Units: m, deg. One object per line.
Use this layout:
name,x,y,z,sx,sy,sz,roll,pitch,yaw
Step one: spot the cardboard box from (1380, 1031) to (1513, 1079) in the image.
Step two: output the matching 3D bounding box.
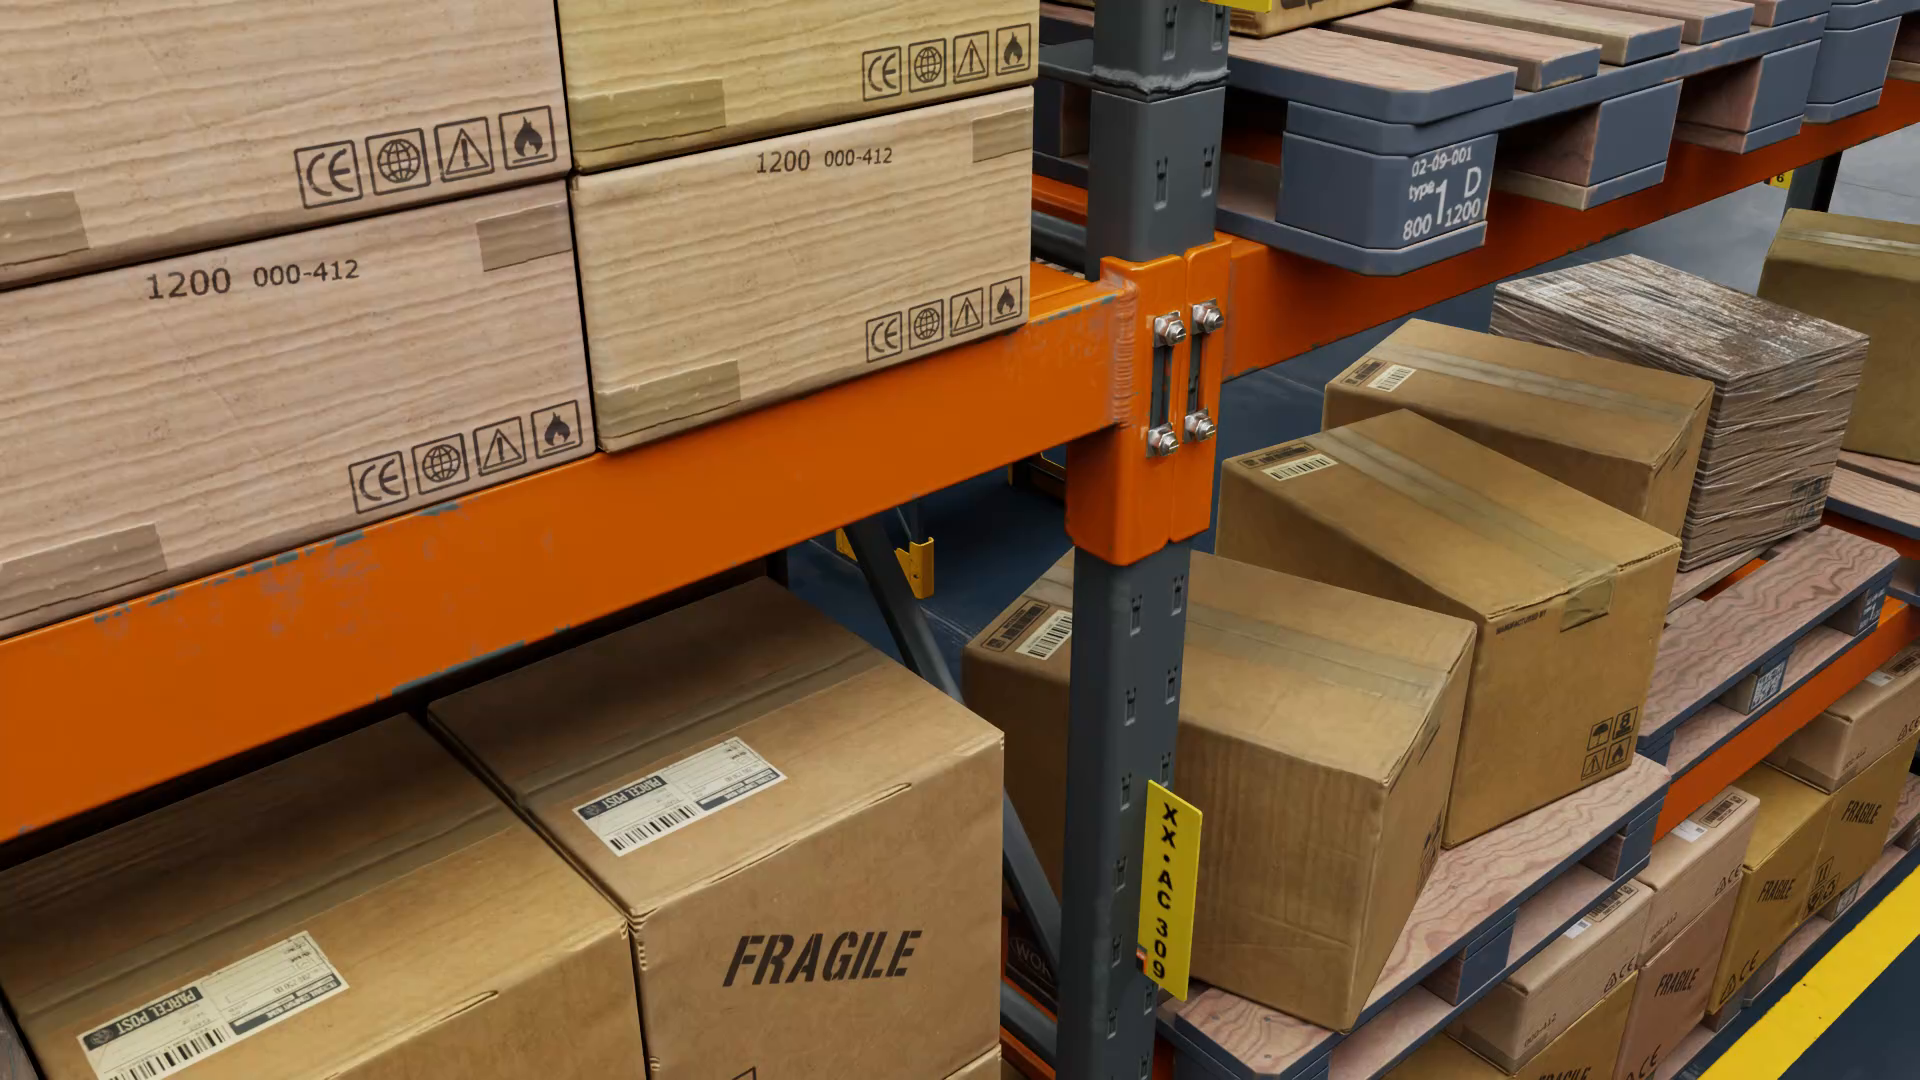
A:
cardboard box,0.846,1.348,3.730,0.500,0.500,0.500,-21,35,-34

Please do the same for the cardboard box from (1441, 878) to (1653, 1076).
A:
cardboard box,1.208,0.878,3.813,0.500,0.250,0.500,-22,35,-35

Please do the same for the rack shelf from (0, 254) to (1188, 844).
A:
rack shelf,-1.600,0.274,1.136,4.000,0.370,1.077,-22,35,-35

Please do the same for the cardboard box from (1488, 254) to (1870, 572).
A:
cardboard box,1.738,-0.341,4.154,0.500,0.500,0.700,-15,32,-26

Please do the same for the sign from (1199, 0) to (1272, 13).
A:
sign,0.279,-0.691,1.630,0.005,0.325,0.100,-22,35,-35

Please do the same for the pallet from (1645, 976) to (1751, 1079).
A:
pallet,1.444,1.260,4.669,1.213,0.211,1.003,-22,35,-35

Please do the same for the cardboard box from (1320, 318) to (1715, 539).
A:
cardboard box,1.225,-0.125,3.749,0.700,0.500,0.500,18,33,30

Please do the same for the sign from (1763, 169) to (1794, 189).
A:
sign,2.601,-1.265,5.206,0.005,0.325,0.100,-22,35,-35

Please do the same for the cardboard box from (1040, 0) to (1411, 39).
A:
cardboard box,0.352,-1.057,2.205,0.600,0.600,0.600,25,37,38

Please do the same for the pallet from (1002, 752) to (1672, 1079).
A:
pallet,0.600,0.547,3.248,1.213,0.211,1.003,-22,35,-35

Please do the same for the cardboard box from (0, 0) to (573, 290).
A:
cardboard box,-0.655,-0.412,1.285,0.500,0.250,0.500,-22,35,-35

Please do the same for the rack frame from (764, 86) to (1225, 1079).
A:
rack frame,-0.079,0.667,2.819,0.127,3.000,1.000,-22,35,-35

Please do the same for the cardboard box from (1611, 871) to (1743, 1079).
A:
cardboard box,1.616,1.043,4.301,0.500,0.500,0.500,-23,36,-37

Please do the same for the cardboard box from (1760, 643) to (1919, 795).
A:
cardboard box,2.365,0.410,4.689,0.500,0.250,0.500,-20,34,-33

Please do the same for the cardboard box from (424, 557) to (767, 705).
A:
cardboard box,-0.620,0.226,2.479,0.500,0.500,0.500,-21,34,-34

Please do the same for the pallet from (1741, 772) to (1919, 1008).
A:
pallet,2.372,0.888,5.364,1.213,0.211,1.003,-22,35,-35

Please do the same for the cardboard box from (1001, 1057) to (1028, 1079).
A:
cardboard box,0.110,1.322,3.779,0.500,0.500,0.500,-22,35,-35

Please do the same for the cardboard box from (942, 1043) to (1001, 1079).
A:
cardboard box,-0.293,0.868,2.337,0.500,0.500,0.500,-21,35,-34

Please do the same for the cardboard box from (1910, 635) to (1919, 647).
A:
cardboard box,3.553,0.416,5.760,0.500,0.250,0.500,-22,35,-35

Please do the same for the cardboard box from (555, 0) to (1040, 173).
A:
cardboard box,-0.273,-0.564,1.569,0.500,0.250,0.500,-22,35,-35

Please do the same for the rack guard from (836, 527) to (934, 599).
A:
rack guard,-0.321,0.019,6.950,0.087,0.250,0.587,-22,35,-35

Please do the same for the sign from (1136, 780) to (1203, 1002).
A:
sign,0.279,0.478,2.255,0.005,0.325,0.100,-22,35,-35

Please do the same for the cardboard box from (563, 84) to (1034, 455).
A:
cardboard box,-0.276,-0.345,1.690,0.500,0.250,0.500,-22,35,-35

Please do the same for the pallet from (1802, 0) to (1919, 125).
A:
pallet,1.250,-1.065,3.078,1.003,0.211,1.213,-22,35,-35

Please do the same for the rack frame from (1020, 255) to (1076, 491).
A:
rack frame,0.452,-0.843,7.236,0.032,1.500,0.500,-22,35,-35

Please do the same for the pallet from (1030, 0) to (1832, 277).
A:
pallet,0.463,-0.747,2.482,1.003,0.211,1.213,-22,35,-35

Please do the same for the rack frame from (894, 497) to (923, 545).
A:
rack frame,-0.322,-0.532,6.654,0.032,1.500,0.500,-22,35,-35

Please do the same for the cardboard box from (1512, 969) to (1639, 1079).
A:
cardboard box,1.231,1.198,4.011,0.500,0.500,0.500,-21,35,-34

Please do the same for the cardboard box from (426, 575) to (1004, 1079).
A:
cardboard box,-0.296,0.430,2.096,0.500,0.500,0.500,-22,35,-35

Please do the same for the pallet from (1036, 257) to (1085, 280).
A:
pallet,0.366,-1.327,9.509,1.213,0.211,1.003,-22,35,-35

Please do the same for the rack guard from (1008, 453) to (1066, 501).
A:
rack guard,0.437,-0.286,7.520,0.087,0.250,0.587,-22,35,-35

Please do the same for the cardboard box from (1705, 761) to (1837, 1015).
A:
cardboard box,2.011,0.881,4.605,0.500,0.500,0.500,-23,36,-37

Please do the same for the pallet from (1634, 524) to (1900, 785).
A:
pallet,1.488,0.125,4.037,1.213,0.211,1.003,-22,35,-35

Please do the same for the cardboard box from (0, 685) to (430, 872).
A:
cardboard box,-1.012,0.384,2.183,0.500,0.500,0.500,-23,36,-36

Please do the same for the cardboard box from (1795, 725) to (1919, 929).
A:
cardboard box,2.405,0.722,4.901,0.500,0.500,0.500,-20,34,-33

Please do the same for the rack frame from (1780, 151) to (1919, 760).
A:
rack frame,2.964,-0.556,5.109,0.127,3.000,1.000,-22,35,-35

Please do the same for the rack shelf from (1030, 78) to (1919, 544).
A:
rack shelf,1.443,-0.950,3.426,4.000,0.370,1.077,-22,35,-35

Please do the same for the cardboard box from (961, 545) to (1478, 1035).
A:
cardboard box,0.427,0.373,2.817,0.700,0.500,0.500,15,32,26

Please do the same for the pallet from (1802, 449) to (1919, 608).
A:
pallet,2.494,-0.239,4.719,1.003,0.211,1.213,-22,35,-35

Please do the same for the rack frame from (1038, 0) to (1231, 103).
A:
rack frame,-0.079,-1.979,1.405,0.127,3.000,1.000,-22,35,-35

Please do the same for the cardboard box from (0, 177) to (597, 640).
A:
cardboard box,-0.663,-0.196,1.411,0.500,0.250,0.500,-22,35,-35

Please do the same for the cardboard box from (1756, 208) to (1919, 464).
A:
cardboard box,2.558,-0.553,4.550,0.700,0.500,0.500,15,32,26

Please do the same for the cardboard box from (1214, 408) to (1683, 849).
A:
cardboard box,0.909,0.140,3.254,0.500,0.500,0.700,-16,32,-27

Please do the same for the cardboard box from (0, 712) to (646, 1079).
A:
cardboard box,-0.684,0.587,1.801,0.500,0.500,0.500,-23,36,-36

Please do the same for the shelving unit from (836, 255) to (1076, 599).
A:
shelving unit,0.058,-0.685,6.940,1.083,1.500,0.587,-22,35,-35

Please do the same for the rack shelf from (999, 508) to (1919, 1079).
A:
rack shelf,1.443,0.373,4.133,4.000,0.370,1.077,-22,35,-35

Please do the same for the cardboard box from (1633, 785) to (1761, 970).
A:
cardboard box,1.589,0.725,4.101,0.500,0.250,0.500,-23,36,-36
